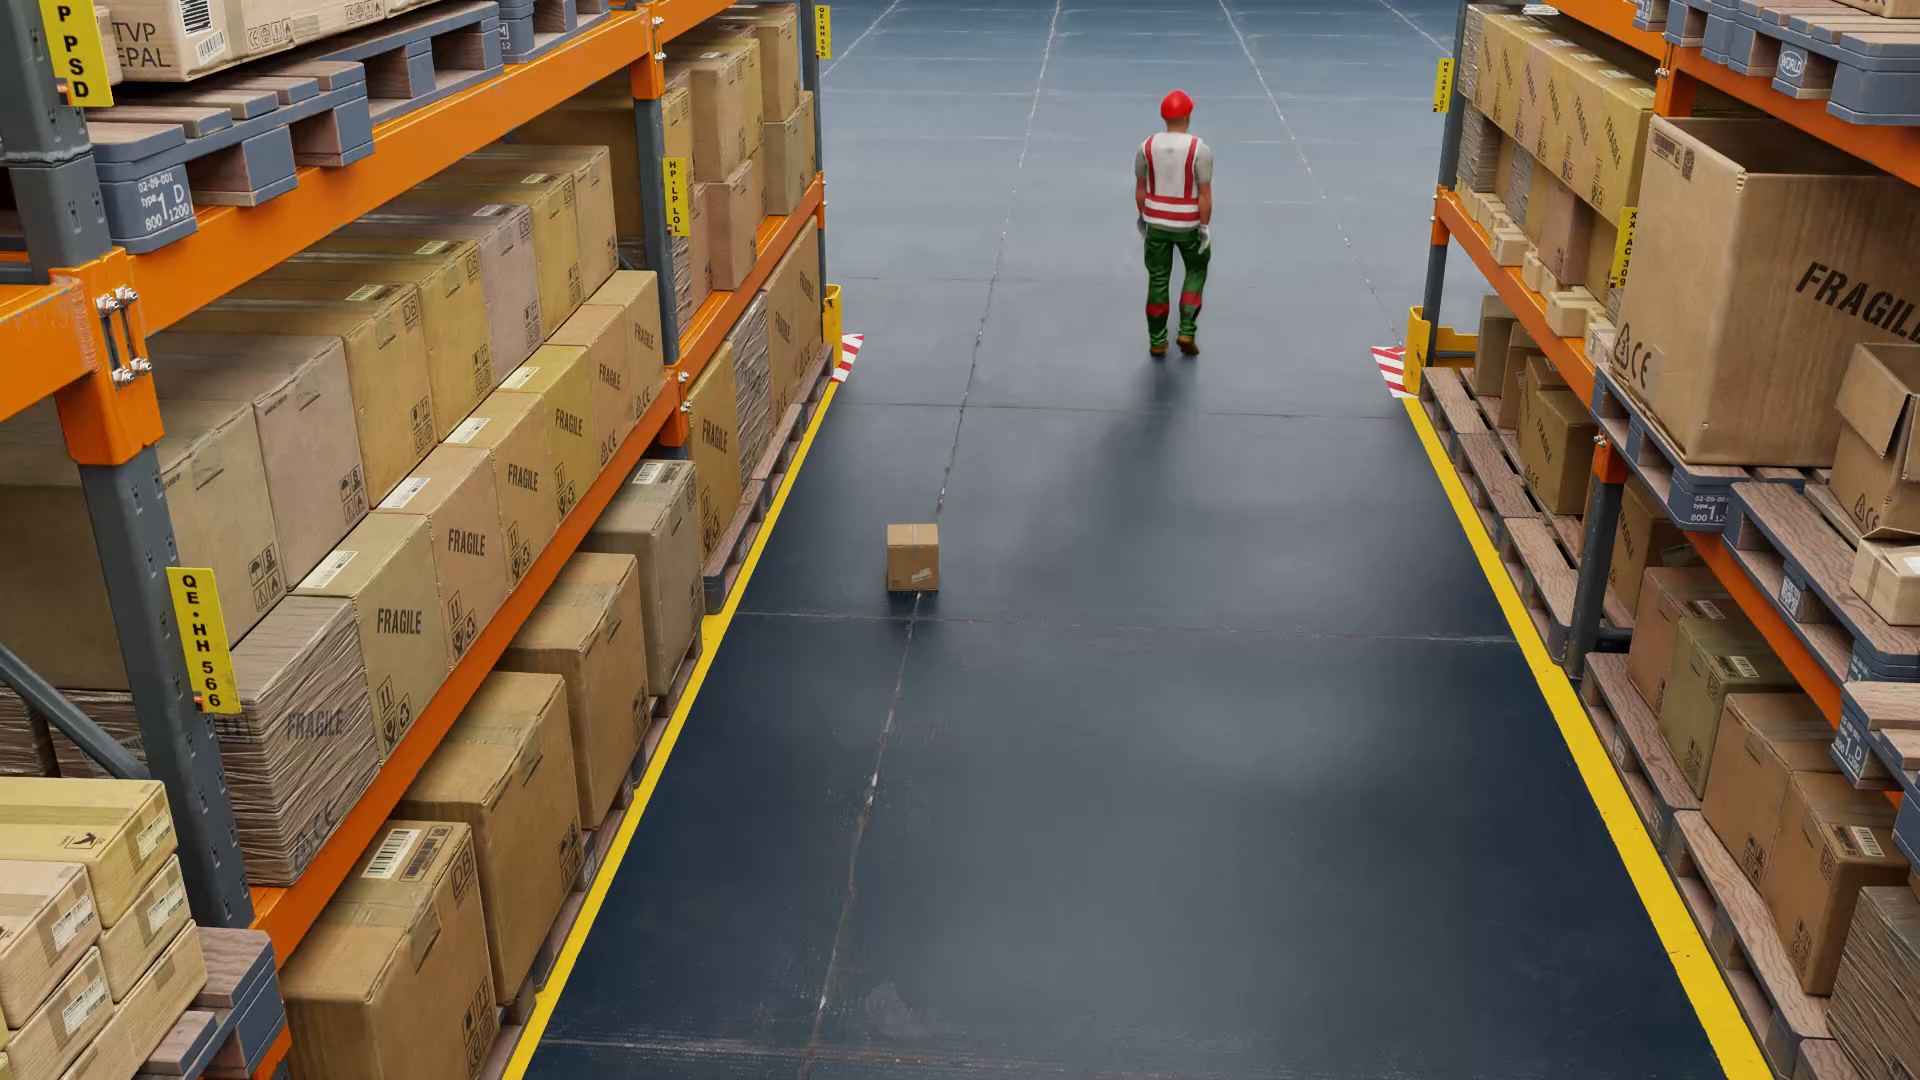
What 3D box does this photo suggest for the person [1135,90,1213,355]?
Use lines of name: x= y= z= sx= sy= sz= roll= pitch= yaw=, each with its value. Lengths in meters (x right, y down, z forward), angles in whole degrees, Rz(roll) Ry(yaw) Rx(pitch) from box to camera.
person: x=1.446 y=-2.119 z=11.274 sx=0.558 sy=1.846 sz=0.429 roll=8 pitch=26 yaw=18
